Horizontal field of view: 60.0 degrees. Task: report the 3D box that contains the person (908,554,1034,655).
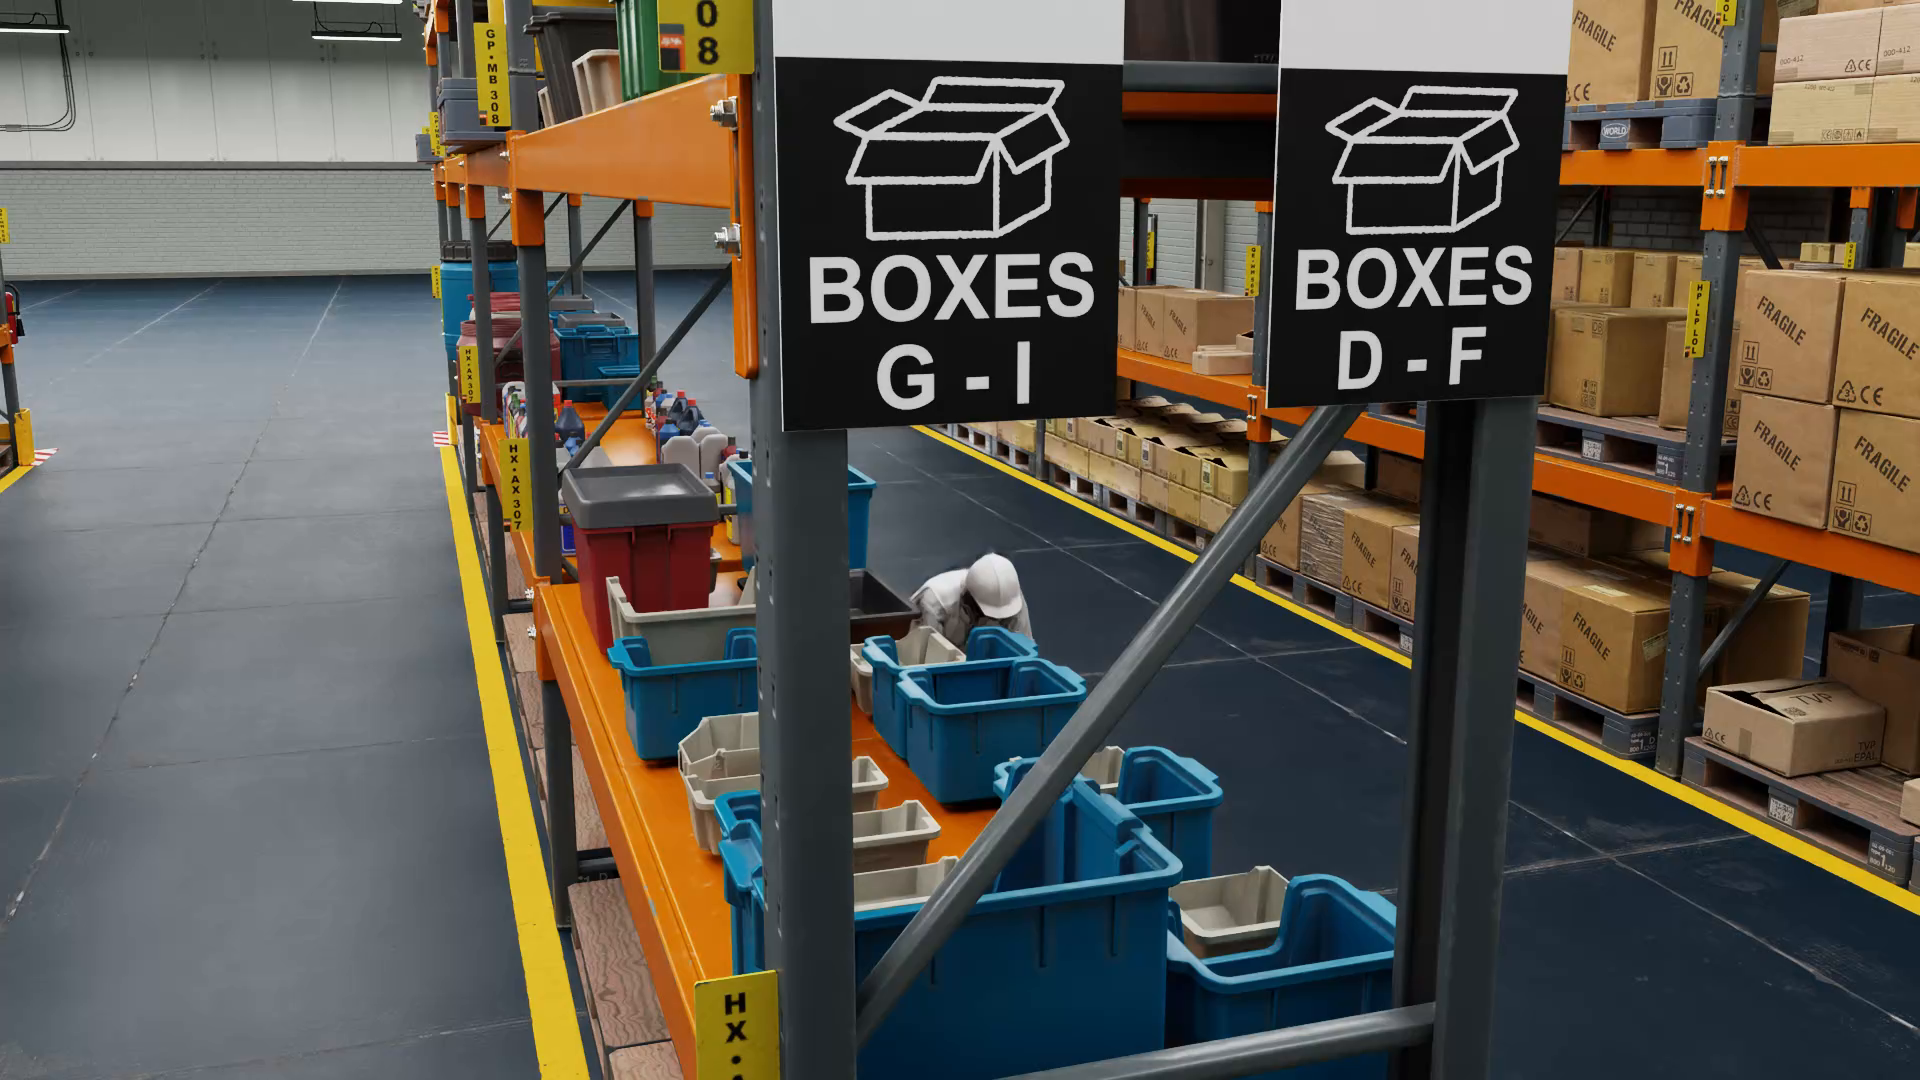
[{"bbox_3d":[0.021,0.549,7.425,0.556,1.122,0.865,-4,13,-18],"label":"person"}]
